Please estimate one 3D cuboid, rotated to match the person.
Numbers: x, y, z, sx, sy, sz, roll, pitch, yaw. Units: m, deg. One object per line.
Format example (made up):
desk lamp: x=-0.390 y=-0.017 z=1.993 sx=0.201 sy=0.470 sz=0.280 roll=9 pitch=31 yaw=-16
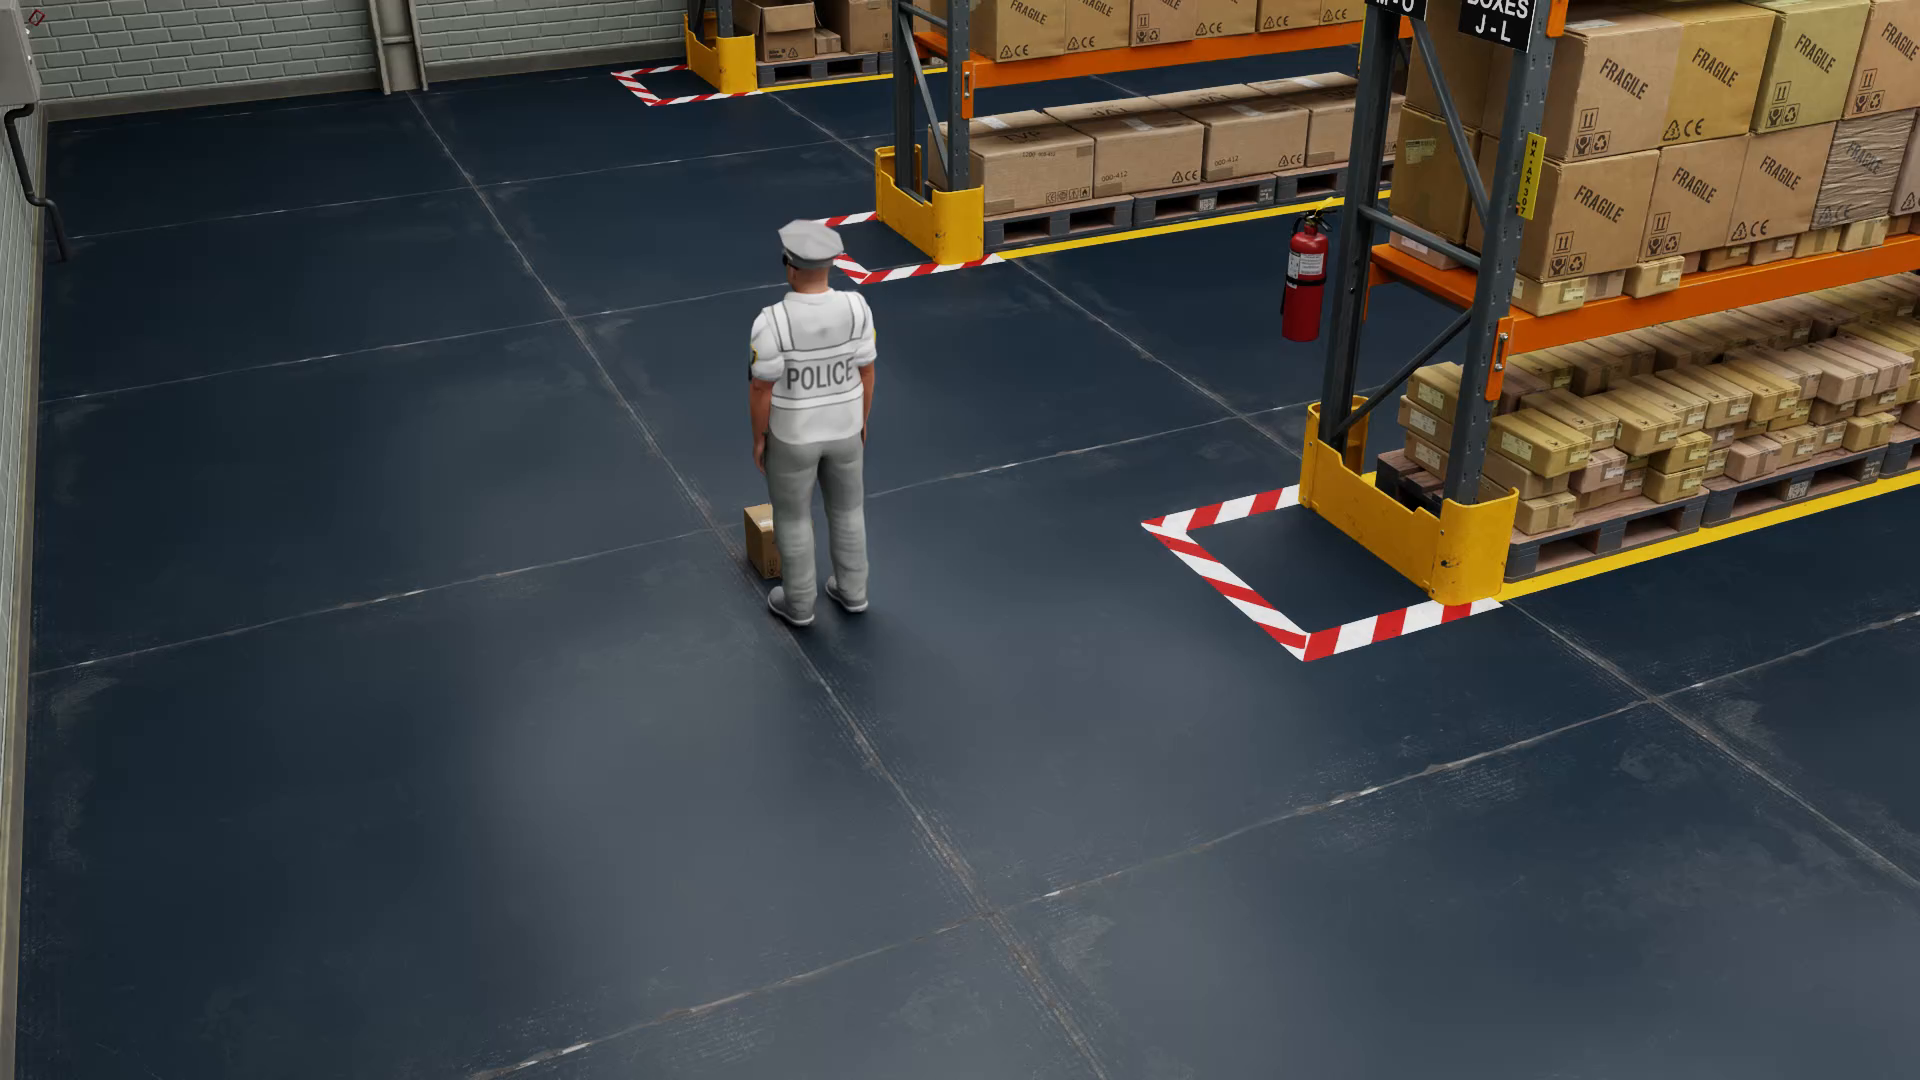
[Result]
person: x=-0.619 y=-0.464 z=6.904 sx=0.536 sy=1.785 sz=0.403 roll=-13 pitch=32 yaw=-22
